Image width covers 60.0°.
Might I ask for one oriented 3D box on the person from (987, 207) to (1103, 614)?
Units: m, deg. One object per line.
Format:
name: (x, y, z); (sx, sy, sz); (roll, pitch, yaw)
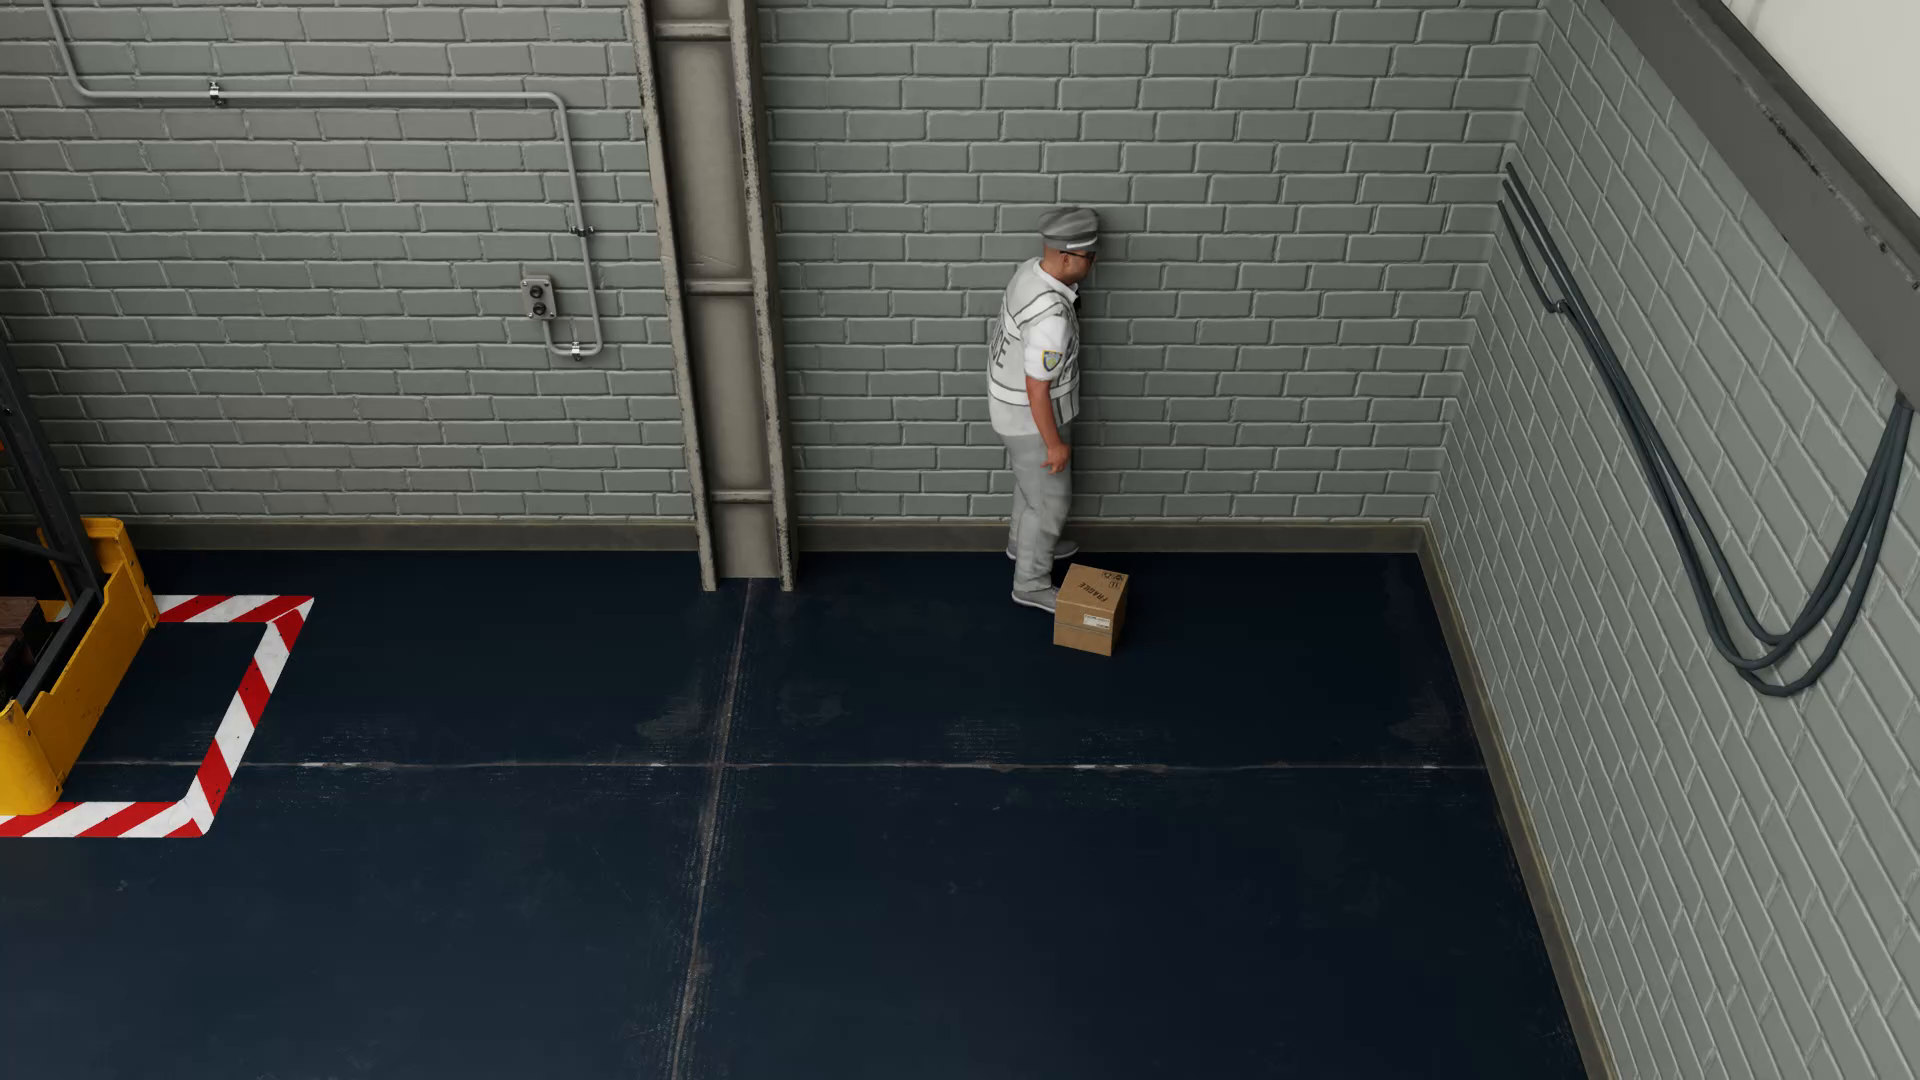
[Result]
person: (0.328, -0.534, 6.800); (0.435, 1.748, 0.592); (-1, 39, -1)
